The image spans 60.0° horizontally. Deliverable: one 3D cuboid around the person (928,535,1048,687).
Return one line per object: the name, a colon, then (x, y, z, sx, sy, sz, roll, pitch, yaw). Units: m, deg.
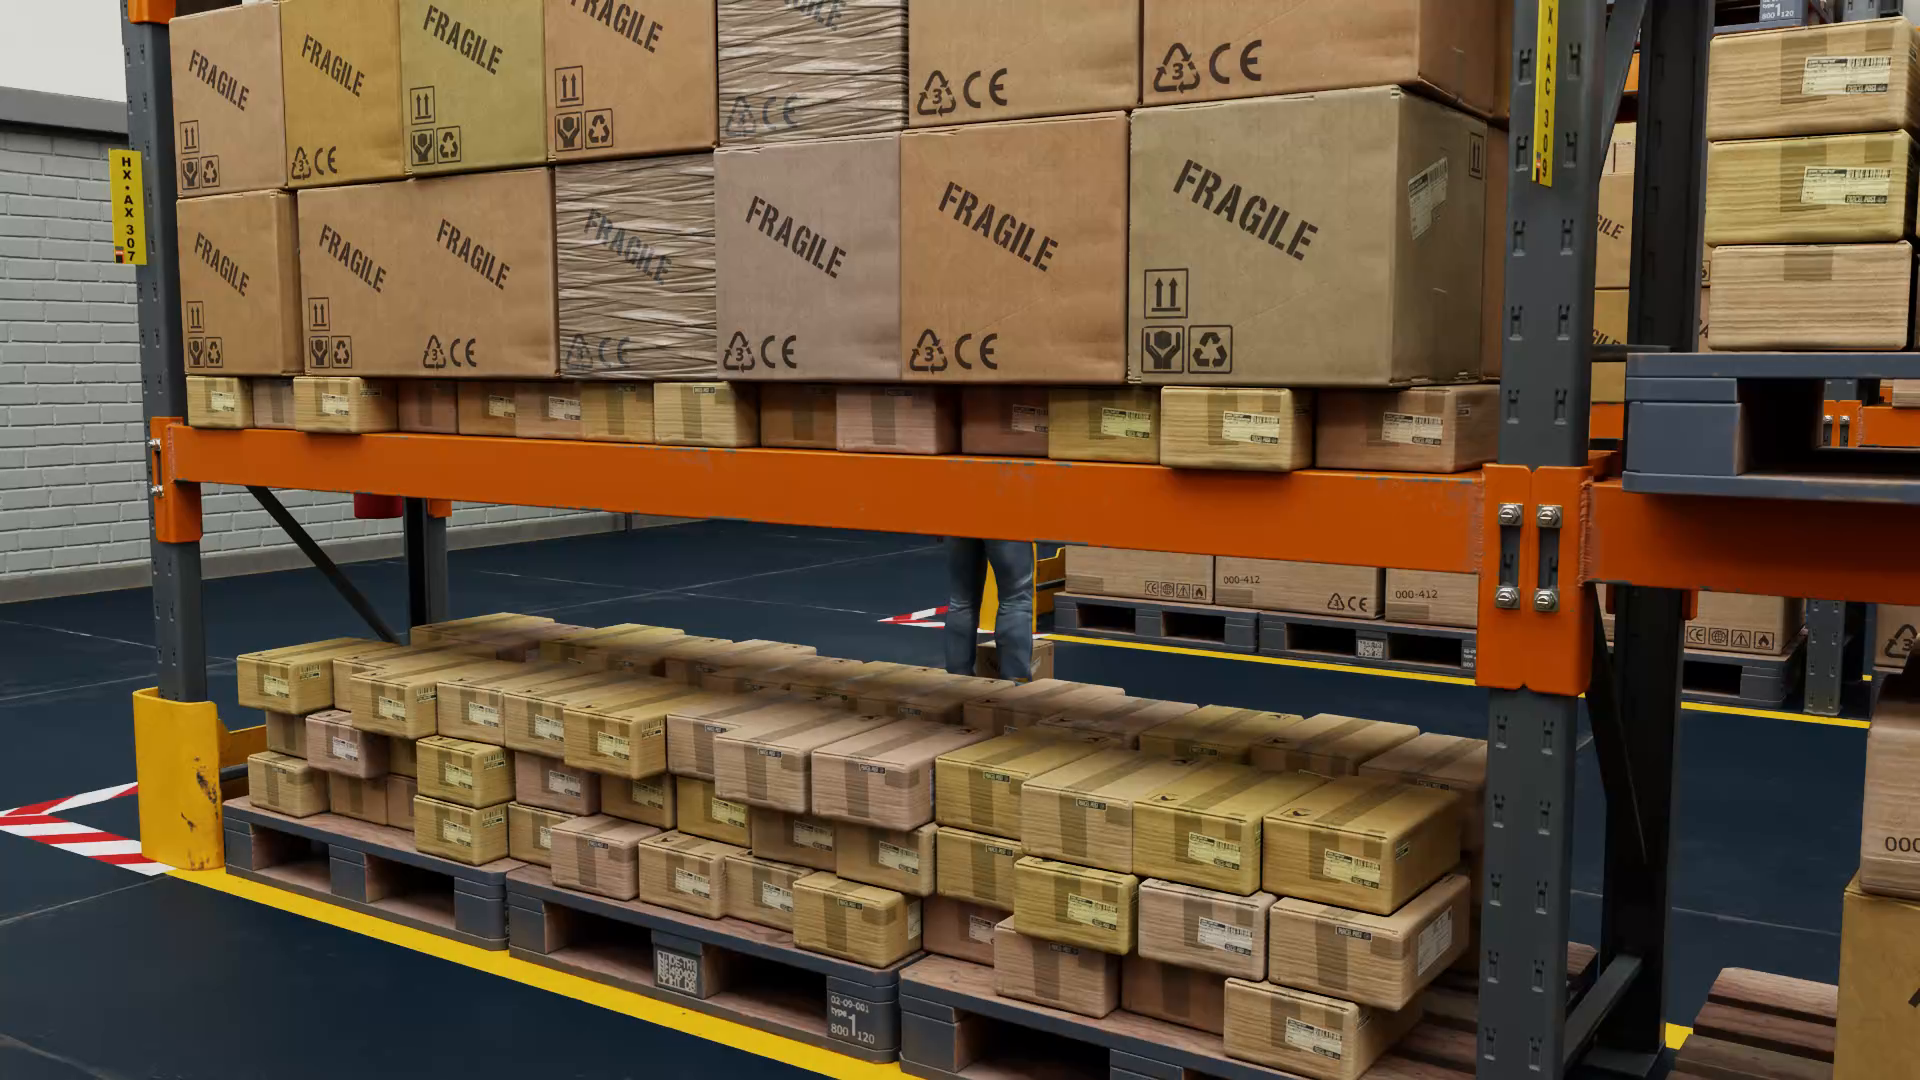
person: (0.115, -0.150, 7.066, 0.635, 1.761, 0.454, 4, 7, 30)
